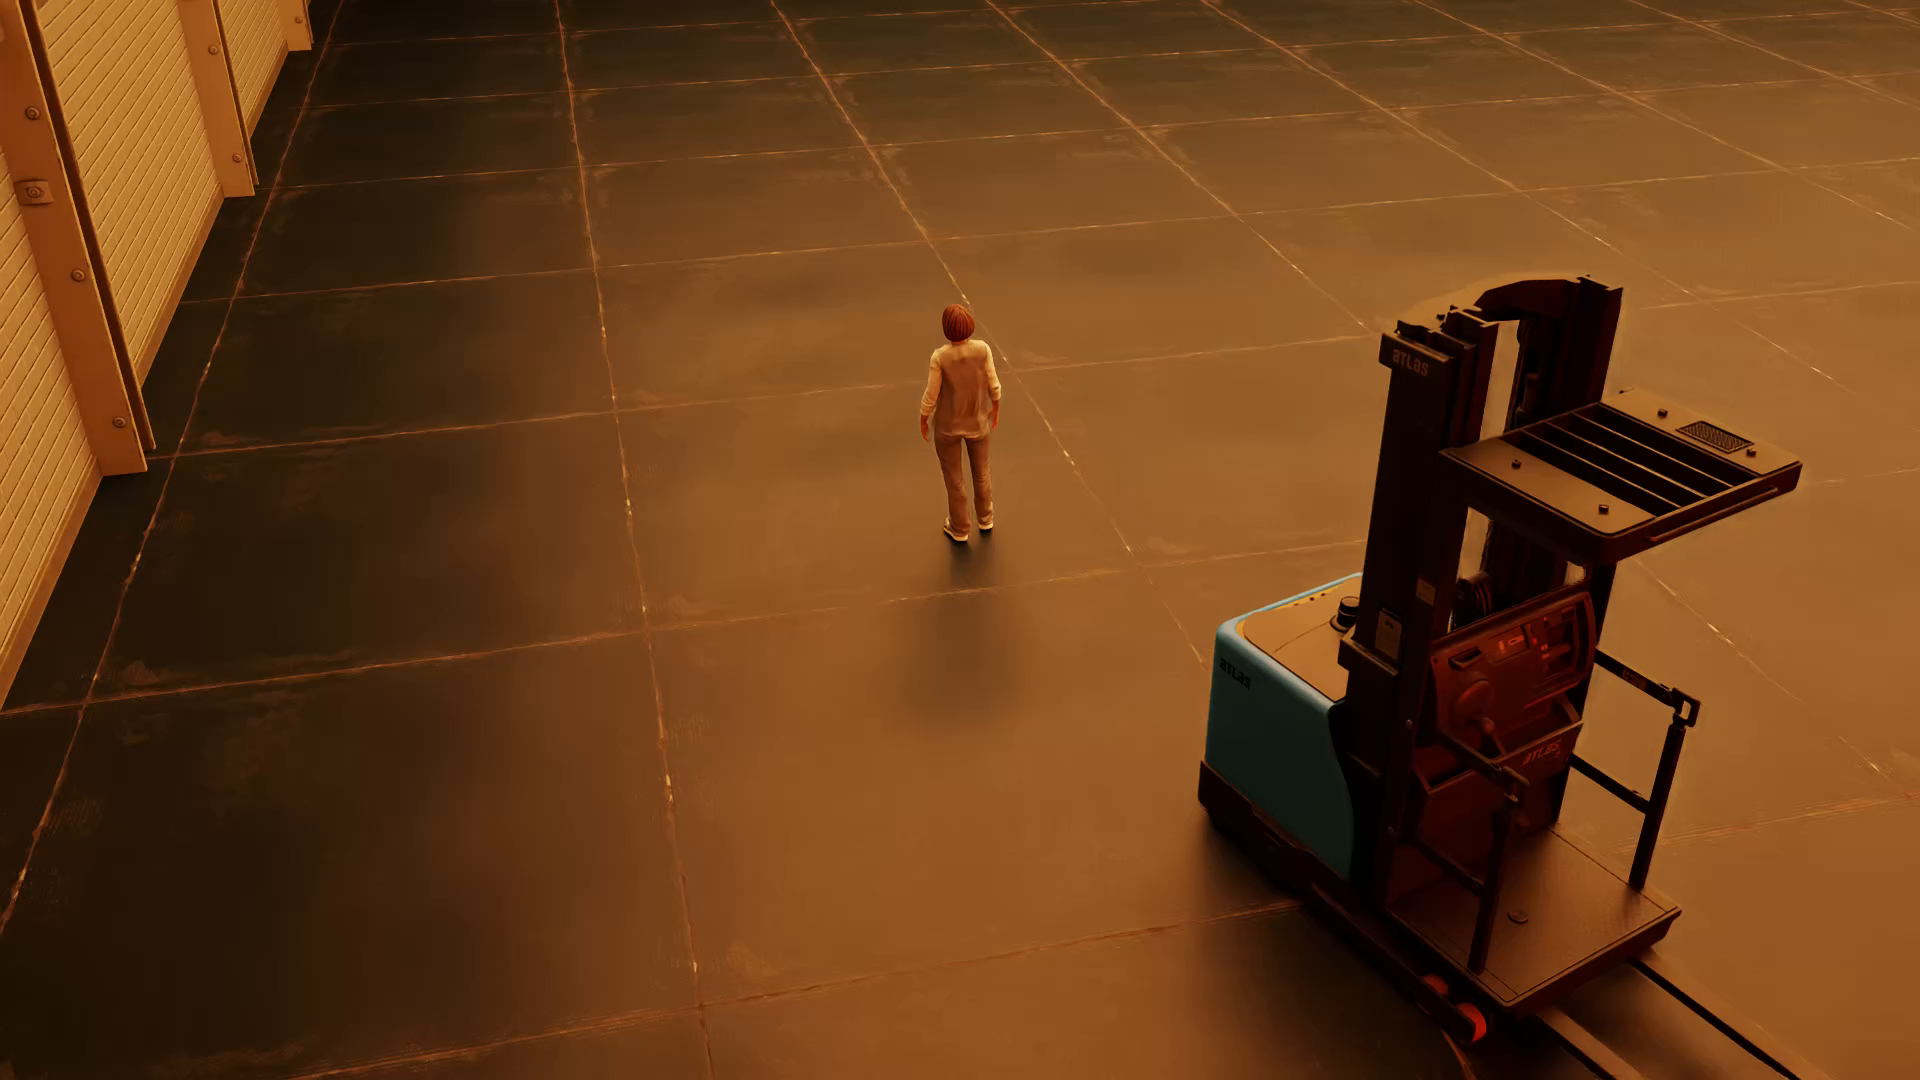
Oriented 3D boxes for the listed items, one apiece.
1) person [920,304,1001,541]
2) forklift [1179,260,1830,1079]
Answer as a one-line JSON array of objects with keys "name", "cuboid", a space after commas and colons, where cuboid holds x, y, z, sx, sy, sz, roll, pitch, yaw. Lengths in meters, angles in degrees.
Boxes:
[{"name": "person", "cuboid": [-0.003, -0.735, 10.161, 0.520, 1.597, 0.475, -7, 31, -12]}, {"name": "forklift", "cuboid": [2.294, 0.485, 6.737, 1.130, 2.935, 3.031, -17, 34, -27]}]
